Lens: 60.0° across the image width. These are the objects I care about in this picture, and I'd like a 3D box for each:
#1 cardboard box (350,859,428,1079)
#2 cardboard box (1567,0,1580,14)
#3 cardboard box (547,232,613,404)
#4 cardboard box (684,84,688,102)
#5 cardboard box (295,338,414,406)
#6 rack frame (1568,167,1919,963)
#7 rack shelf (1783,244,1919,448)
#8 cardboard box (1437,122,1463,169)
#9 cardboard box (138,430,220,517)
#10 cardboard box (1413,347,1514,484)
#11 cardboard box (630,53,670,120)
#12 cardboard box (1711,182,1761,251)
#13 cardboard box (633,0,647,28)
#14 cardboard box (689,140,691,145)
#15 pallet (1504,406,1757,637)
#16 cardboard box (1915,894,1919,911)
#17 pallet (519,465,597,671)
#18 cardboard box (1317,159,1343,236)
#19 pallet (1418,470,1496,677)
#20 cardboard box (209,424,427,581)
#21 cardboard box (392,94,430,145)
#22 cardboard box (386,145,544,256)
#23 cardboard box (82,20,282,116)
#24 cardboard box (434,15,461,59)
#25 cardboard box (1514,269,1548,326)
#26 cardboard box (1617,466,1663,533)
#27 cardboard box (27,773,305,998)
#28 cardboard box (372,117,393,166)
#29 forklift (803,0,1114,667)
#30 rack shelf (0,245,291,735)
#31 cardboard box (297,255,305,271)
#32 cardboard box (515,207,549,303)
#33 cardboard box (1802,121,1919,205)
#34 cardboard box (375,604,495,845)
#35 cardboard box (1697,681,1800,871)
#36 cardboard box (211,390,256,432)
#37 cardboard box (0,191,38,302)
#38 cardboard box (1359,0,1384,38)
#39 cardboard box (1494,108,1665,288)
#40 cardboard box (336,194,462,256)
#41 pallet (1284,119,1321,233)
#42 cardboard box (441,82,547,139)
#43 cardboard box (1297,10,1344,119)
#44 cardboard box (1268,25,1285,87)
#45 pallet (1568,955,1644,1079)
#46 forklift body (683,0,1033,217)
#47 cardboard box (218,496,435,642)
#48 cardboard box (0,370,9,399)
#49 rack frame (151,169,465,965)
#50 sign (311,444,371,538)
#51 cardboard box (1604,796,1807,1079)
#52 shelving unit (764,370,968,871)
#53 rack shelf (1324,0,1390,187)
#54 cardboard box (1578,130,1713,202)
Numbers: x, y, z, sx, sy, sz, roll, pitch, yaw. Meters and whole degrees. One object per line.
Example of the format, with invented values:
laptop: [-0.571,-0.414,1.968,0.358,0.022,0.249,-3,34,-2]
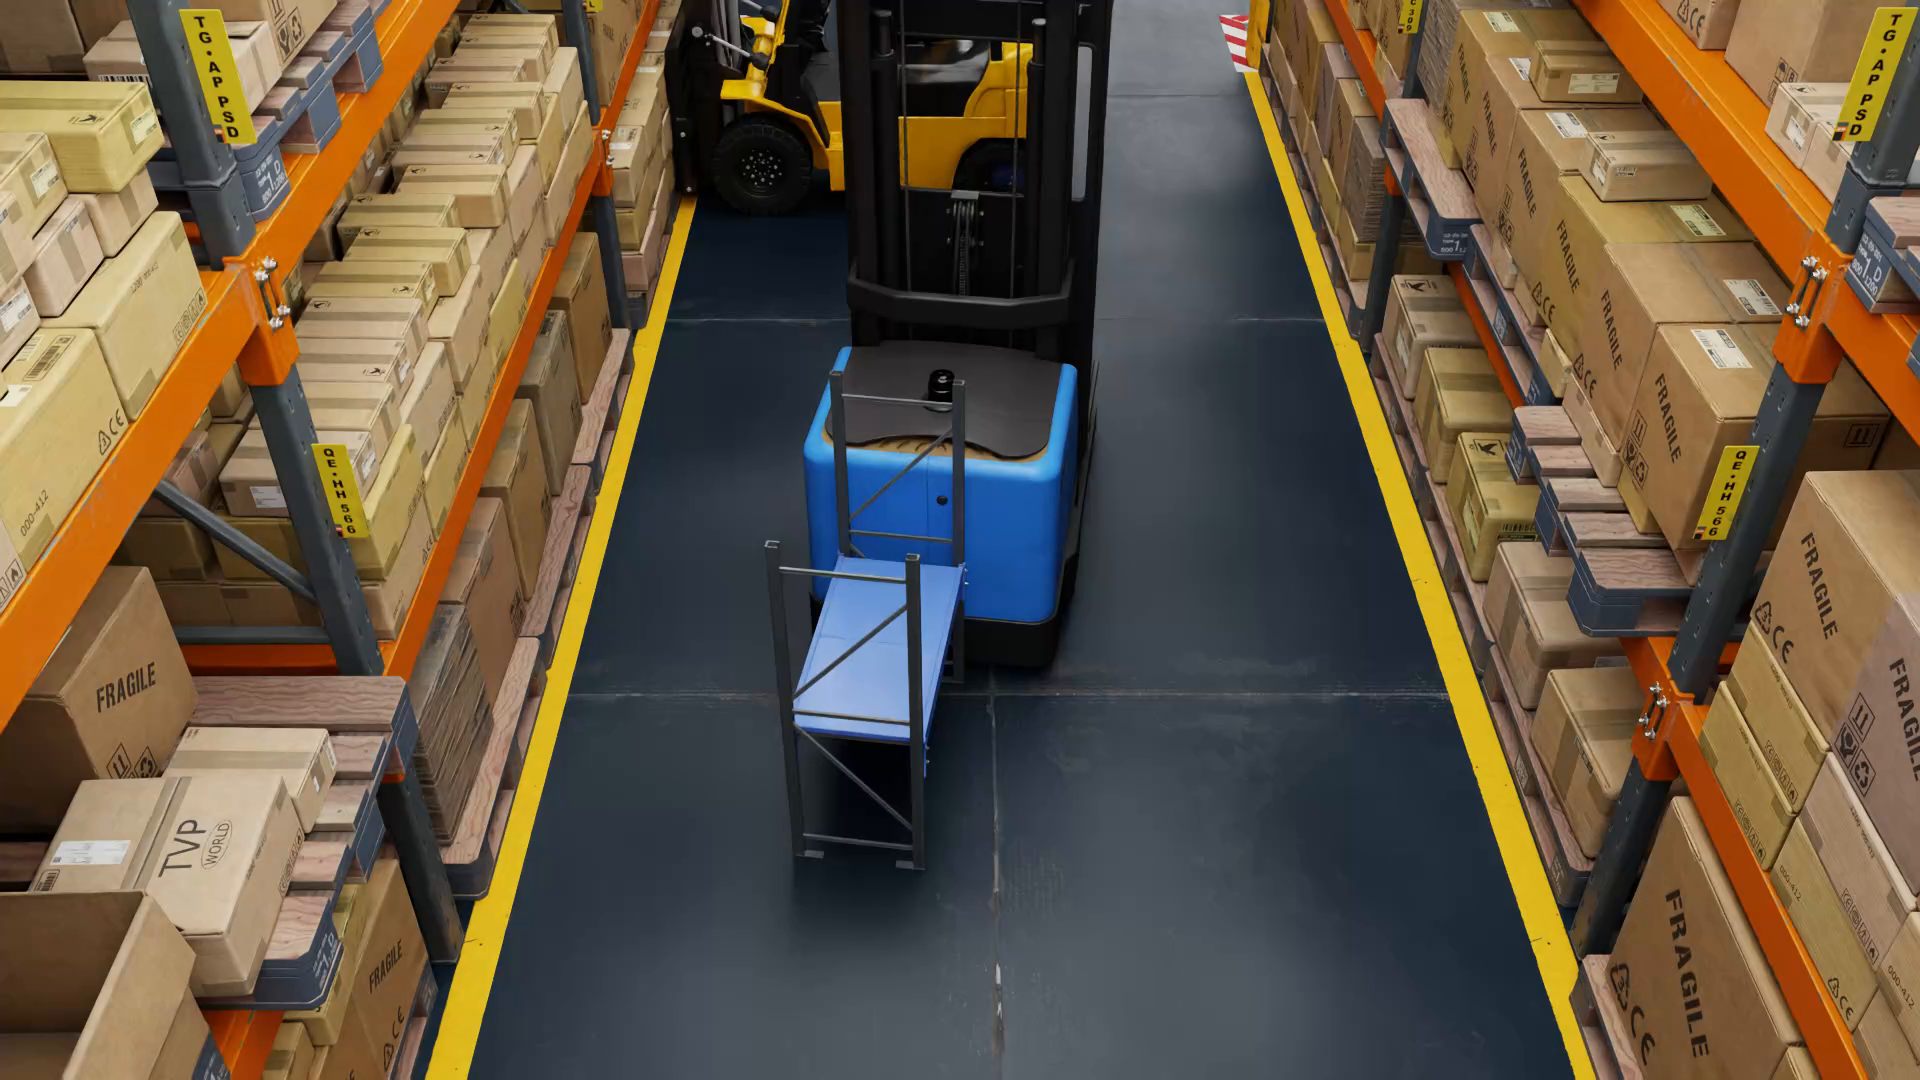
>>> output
cardboard box: [-2.062,1.368,5.308,0.500,0.500,0.500,1,39,1]
cardboard box: [2.912,-2.246,7.500,0.500,0.500,0.500,-1,39,-1]
cardboard box: [-2.270,-1.120,8.313,0.875,0.625,0.625,2,39,2]
cardboard box: [-1.965,-2.743,10.238,0.500,0.250,0.500,0,39,0]
cardboard box: [-2.011,-0.527,5.411,0.380,0.149,0.250,1,39,1]
rack frame: [2.686,0.286,4.995,1.000,3.000,0.127,0,39,0]
rack shelf: [2.689,0.647,2.721,1.077,0.370,4.000,0,39,0]
cardboard box: [2.358,-1.779,7.437,0.380,0.149,0.250,1,39,1]
cardboard box: [-2.480,-0.204,5.007,0.380,0.149,0.250,1,39,1]
cardboard box: [2.689,-0.576,7.836,0.950,0.372,0.625,2,39,3]
cardboard box: [-1.971,-2.624,9.689,0.500,0.250,0.500,1,39,1]
cardboard box: [2.902,-0.973,5.911,0.500,0.500,0.500,1,39,1]
cardboard box: [-2.040,-3.169,9.225,0.500,0.500,0.500,0,39,0]
cardboard box: [-1.964,-2.560,10.408,0.500,0.250,0.500,1,39,1]
pallet: [2.579,-0.085,5.611,1.213,0.211,1.003,0,39,0]
cardboard box: [2.438,0.799,3.475,0.500,0.500,0.500,1,39,1]
pallet: [-2.238,0.104,7.451,1.003,0.211,1.213,0,39,0]
cardboard box: [2.402,-2.009,9.721,0.500,0.250,0.500,-1,39,-1]
pallet: [2.688,0.124,7.426,1.003,0.211,1.213,0,39,0]
cardboard box: [-2.009,-0.122,5.224,0.500,0.250,0.500,0,39,0]
cardboard box: [-2.547,-1.714,7.211,0.500,0.250,0.500,0,39,-1]
cardboard box: [-2.023,-1.398,6.816,0.500,0.250,0.500,1,39,1]
cardboard box: [-1.974,-1.209,4.232,0.380,0.166,0.250,0,39,0]
cardboard box: [-2.496,-2.282,7.600,0.380,0.149,0.250,-1,39,-1]
cardboard box: [2.370,-0.954,6.406,0.380,0.149,0.250,-1,39,-1]
cardboard box: [2.378,-0.152,5.407,0.380,0.149,0.250,1,39,1]
cardboard box: [-1.952,0.846,4.080,0.500,0.250,0.500,-2,39,-2]
cardboard box: [-2.553,-1.642,6.802,0.380,0.149,0.250,0,39,0]
forklift: [0.090,-1.529,7.315,1.130,2.935,3.031,5,39,6]
rack shelf: [-2.275,0.653,2.713,1.077,0.370,4.000,0,39,0]
cardboard box: [-2.608,-1.002,6.003,0.380,0.149,0.250,-1,39,-1]
cardboard box: [-2.044,-1.211,6.983,0.500,0.250,0.500,0,39,0]
cardboard box: [2.476,-0.983,4.381,0.380,0.149,0.250,0,39,0]
cardboard box: [-2.264,0.665,6.085,0.875,0.625,0.625,1,39,1]
cardboard box: [2.435,0.651,4.659,0.500,0.250,0.500,-1,39,-1]
cardboard box: [-2.558,-0.445,5.627,0.500,0.250,0.500,0,39,0]
cardboard box: [-2.035,-0.546,3.198,0.380,0.149,0.250,-1,39,-2]
cardboard box: [2.425,-2.970,8.740,0.500,0.500,0.500,1,39,1]
cardboard box: [2.395,-1.297,6.317,0.500,0.500,0.500,-2,39,-2]
cardboard box: [-2.092,-1.170,6.212,0.380,0.149,0.250,0,39,0]
pallet: [2.641,-2.312,10.466,1.003,0.211,1.213,0,39,0]
cardboard box: [-1.961,-1.809,7.011,0.380,0.149,0.250,-1,39,-1]
cardboard box: [2.400,-2.940,10.284,0.500,0.500,0.500,1,39,1]
cardboard box: [2.402,-3.303,11.336,0.500,0.250,0.500,0,39,0]
pallet: [2.612,1.867,5.251,1.003,0.211,1.213,0,39,0]
forklift body: [-0.460,-3.195,10.017,2.313,2.155,1.214,0,39,0]
cardboard box: [-2.033,0.073,5.381,0.500,0.250,0.500,0,39,0]
cardboard box: [-2.037,-0.272,3.094,0.380,0.149,0.250,0,39,0]
rack frame: [-2.277,0.292,4.987,1.000,3.000,0.127,0,39,0]
sign: [-1.735,-0.135,4.658,0.100,0.325,0.005,0,39,0]
cardboard box: [2.604,1.383,4.989,0.875,0.875,0.875,0,39,0]
shelving unit: [-0.304,0.304,6.171,0.538,1.500,1.048,5,39,6]
rack shelf: [2.679,-3.185,9.902,1.077,0.370,4.000,0,39,0]
cardboard box: [2.402,-1.309,5.812,0.380,0.149,0.250,-2,39,-2]
